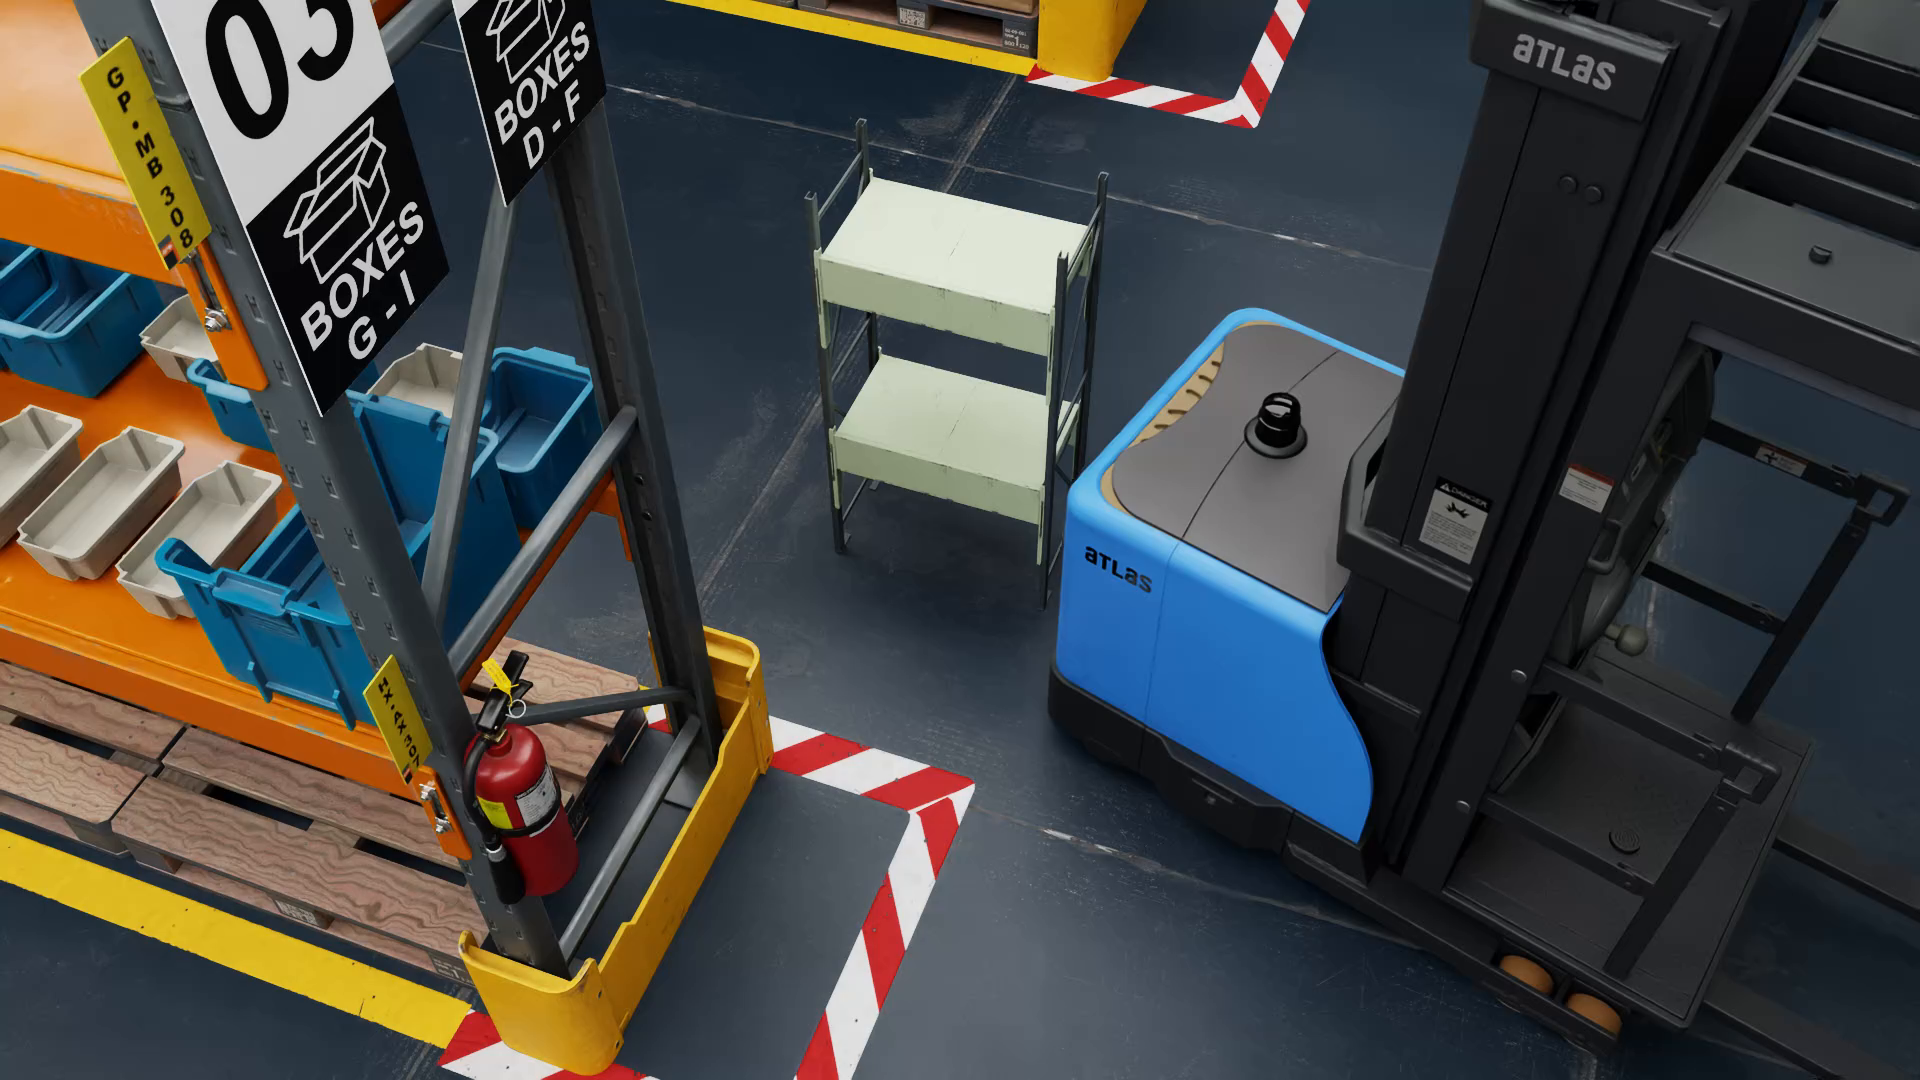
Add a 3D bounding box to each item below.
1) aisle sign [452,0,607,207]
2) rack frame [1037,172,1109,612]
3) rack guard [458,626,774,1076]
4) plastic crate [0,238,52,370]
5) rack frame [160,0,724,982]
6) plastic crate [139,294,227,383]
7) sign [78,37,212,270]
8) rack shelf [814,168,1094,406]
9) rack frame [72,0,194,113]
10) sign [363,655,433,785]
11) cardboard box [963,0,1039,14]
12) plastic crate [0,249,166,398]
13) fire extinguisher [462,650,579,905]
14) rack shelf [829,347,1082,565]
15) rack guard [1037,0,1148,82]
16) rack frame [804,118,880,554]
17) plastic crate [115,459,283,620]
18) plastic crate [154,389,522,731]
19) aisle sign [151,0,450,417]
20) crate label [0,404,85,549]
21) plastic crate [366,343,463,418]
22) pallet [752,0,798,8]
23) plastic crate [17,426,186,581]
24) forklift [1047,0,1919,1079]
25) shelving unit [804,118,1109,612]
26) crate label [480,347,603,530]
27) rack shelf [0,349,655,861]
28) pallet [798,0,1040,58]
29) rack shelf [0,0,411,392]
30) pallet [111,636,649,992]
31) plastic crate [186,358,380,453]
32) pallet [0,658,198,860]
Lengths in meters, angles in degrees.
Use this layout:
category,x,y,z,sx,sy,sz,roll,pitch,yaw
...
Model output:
category,x,y,z,sx,sy,sz,roll,pitch,yaw
aisle sign,-0.780,-1.019,2.928,0.004,0.787,0.394,16,51,13
rack frame,0.337,-0.397,5.102,0.023,1.500,0.400,16,51,13
rack guard,-0.923,0.840,4.691,0.348,0.500,1.175,16,51,13
plastic crate,-2.585,-0.662,4.410,0.300,0.233,0.416,16,51,13
rack frame,-0.950,0.024,3.744,0.127,3.000,1.000,16,51,13
plastic crate,-1.976,-0.528,4.357,0.298,0.136,0.250,16,51,13
sign,-1.126,-0.530,2.309,0.005,0.325,0.100,16,51,13
rack shelf,-0.006,-0.749,4.890,0.720,0.370,0.431,16,51,13
rack frame,-0.950,-1.941,1.477,0.127,3.000,1.000,16,51,13
sign,-1.126,0.365,3.341,0.005,0.325,0.100,16,51,13
cardboard box,0.174,-2.779,7.537,0.500,0.500,0.500,16,51,13
plastic crate,-2.303,-0.584,4.342,0.300,0.233,0.416,16,51,13
fire extinguisher,-0.966,0.533,3.601,0.183,0.674,0.296,16,51,13
rack shelf,-0.006,-0.279,5.431,0.720,0.370,0.431,16,51,13
rack guard,0.698,-2.687,7.748,0.348,0.500,1.175,16,51,13
rack frame,-0.350,-0.589,5.268,0.023,1.500,0.400,16,51,13
plastic crate,-1.778,0.006,3.895,0.243,0.136,0.396,16,51,13
plastic crate,-1.329,0.038,3.669,0.499,0.435,0.616,16,51,13
aisle sign,-0.984,-0.601,2.565,0.004,0.787,0.394,16,51,13
crate label,-2.315,-0.136,4.018,0.243,0.136,0.396,16,51,13
plastic crate,-1.340,-0.350,4.203,0.298,0.136,0.250,16,51,13
pallet,-1.190,-3.121,8.316,1.213,0.211,1.003,16,51,13
plastic crate,-2.045,-0.081,3.970,0.243,0.136,0.396,16,51,13
forklift,1.768,-0.028,3.834,3.031,2.935,1.130,28,55,22
shelving unit,-0.006,-0.493,5.185,0.755,1.500,0.431,16,51,13
crate label,-1.068,-0.239,4.043,0.303,0.233,0.416,16,51,13
rack shelf,-2.827,-0.264,4.470,4.000,0.370,1.077,16,51,13
pallet,-0.050,-2.801,8.038,1.213,0.211,1.003,16,51,13
rack shelf,-2.827,-1.246,3.336,4.000,0.370,1.077,16,51,13
pallet,-1.711,0.694,5.009,1.213,0.211,1.003,16,51,13
plastic crate,-1.685,-0.411,4.192,0.300,0.233,0.416,16,51,13
pallet,-2.851,0.373,5.287,1.213,0.211,1.003,16,51,13
